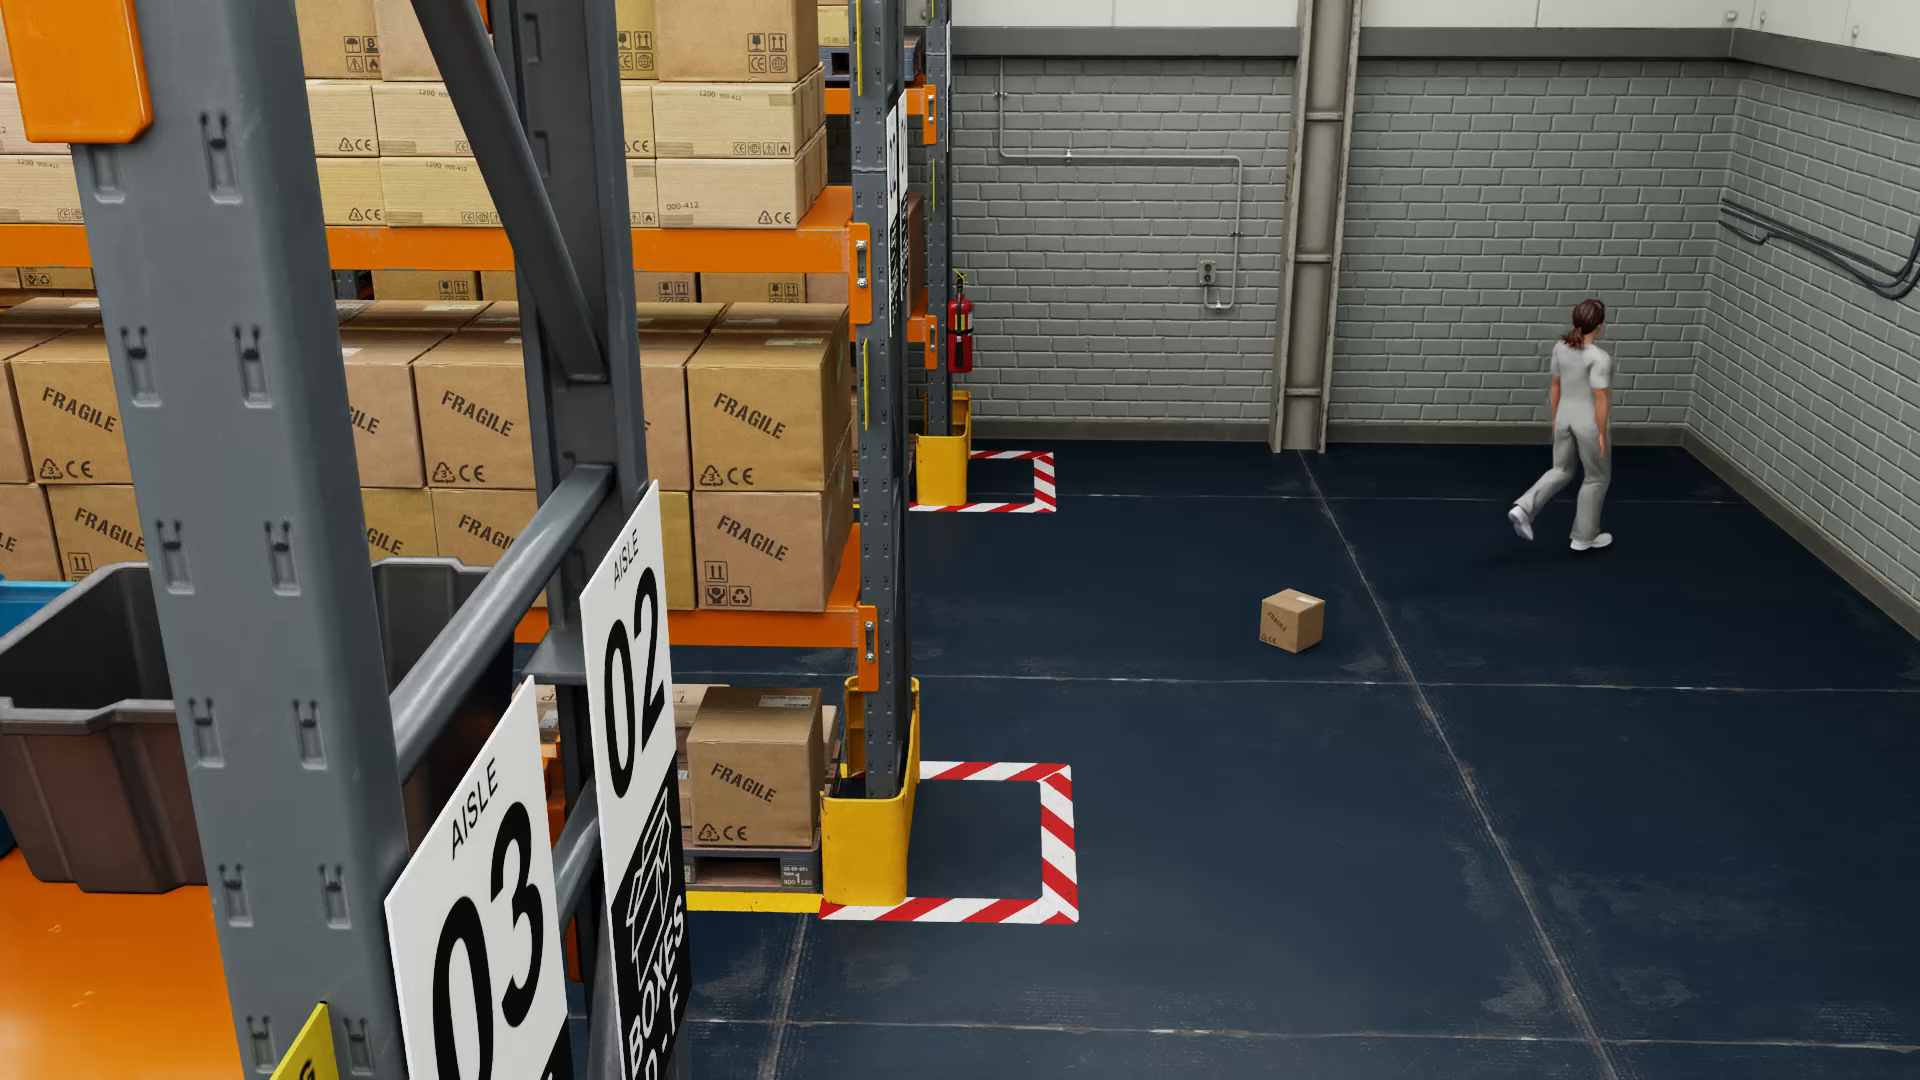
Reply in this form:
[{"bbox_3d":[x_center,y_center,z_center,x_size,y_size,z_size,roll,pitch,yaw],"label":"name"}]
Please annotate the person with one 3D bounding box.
[{"bbox_3d":[3.857,-0.705,10.414,0.764,1.641,0.452,-11,23,-26],"label":"person"}]
